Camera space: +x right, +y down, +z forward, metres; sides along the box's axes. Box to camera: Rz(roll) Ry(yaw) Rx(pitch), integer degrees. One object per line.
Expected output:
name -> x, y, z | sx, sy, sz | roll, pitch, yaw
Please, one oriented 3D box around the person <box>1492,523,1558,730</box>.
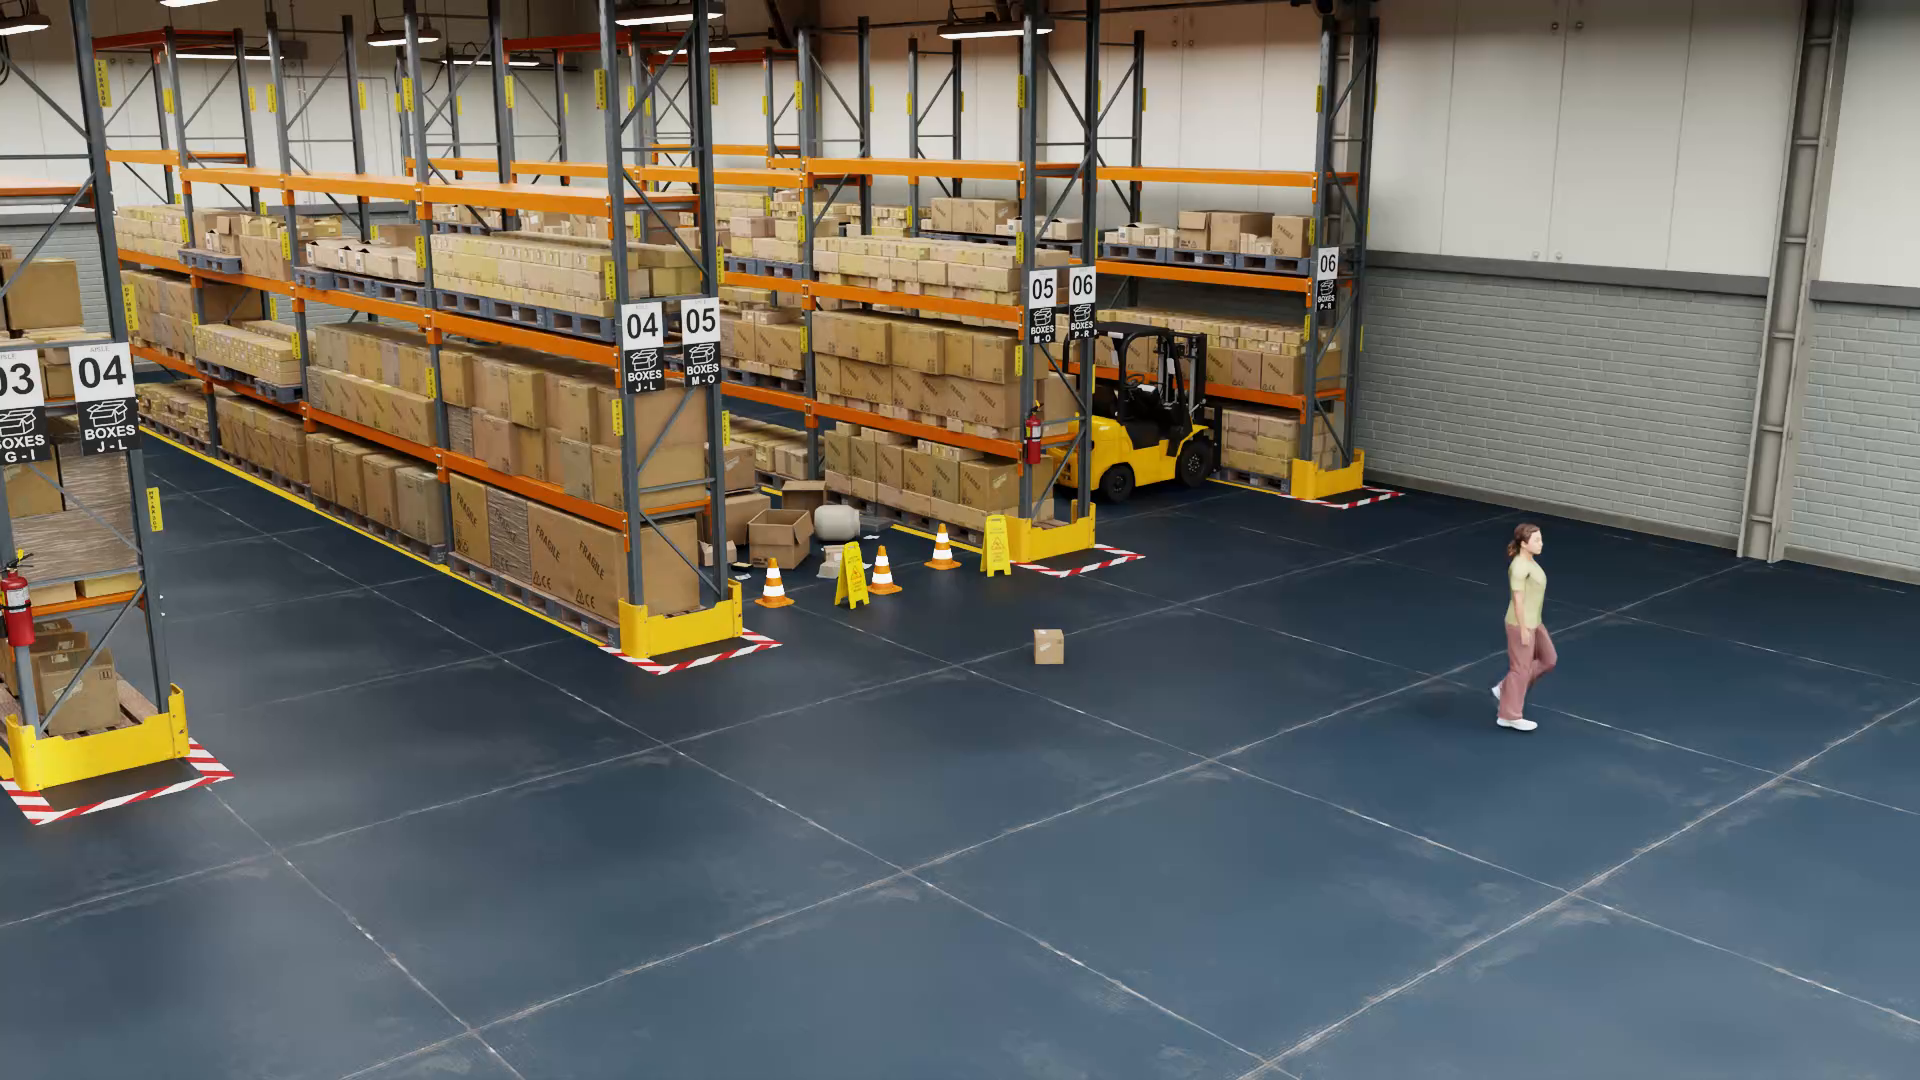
person -> 4.498, 0.685, 13.203 | 0.467, 1.666, 0.462 | 8, 16, 28
